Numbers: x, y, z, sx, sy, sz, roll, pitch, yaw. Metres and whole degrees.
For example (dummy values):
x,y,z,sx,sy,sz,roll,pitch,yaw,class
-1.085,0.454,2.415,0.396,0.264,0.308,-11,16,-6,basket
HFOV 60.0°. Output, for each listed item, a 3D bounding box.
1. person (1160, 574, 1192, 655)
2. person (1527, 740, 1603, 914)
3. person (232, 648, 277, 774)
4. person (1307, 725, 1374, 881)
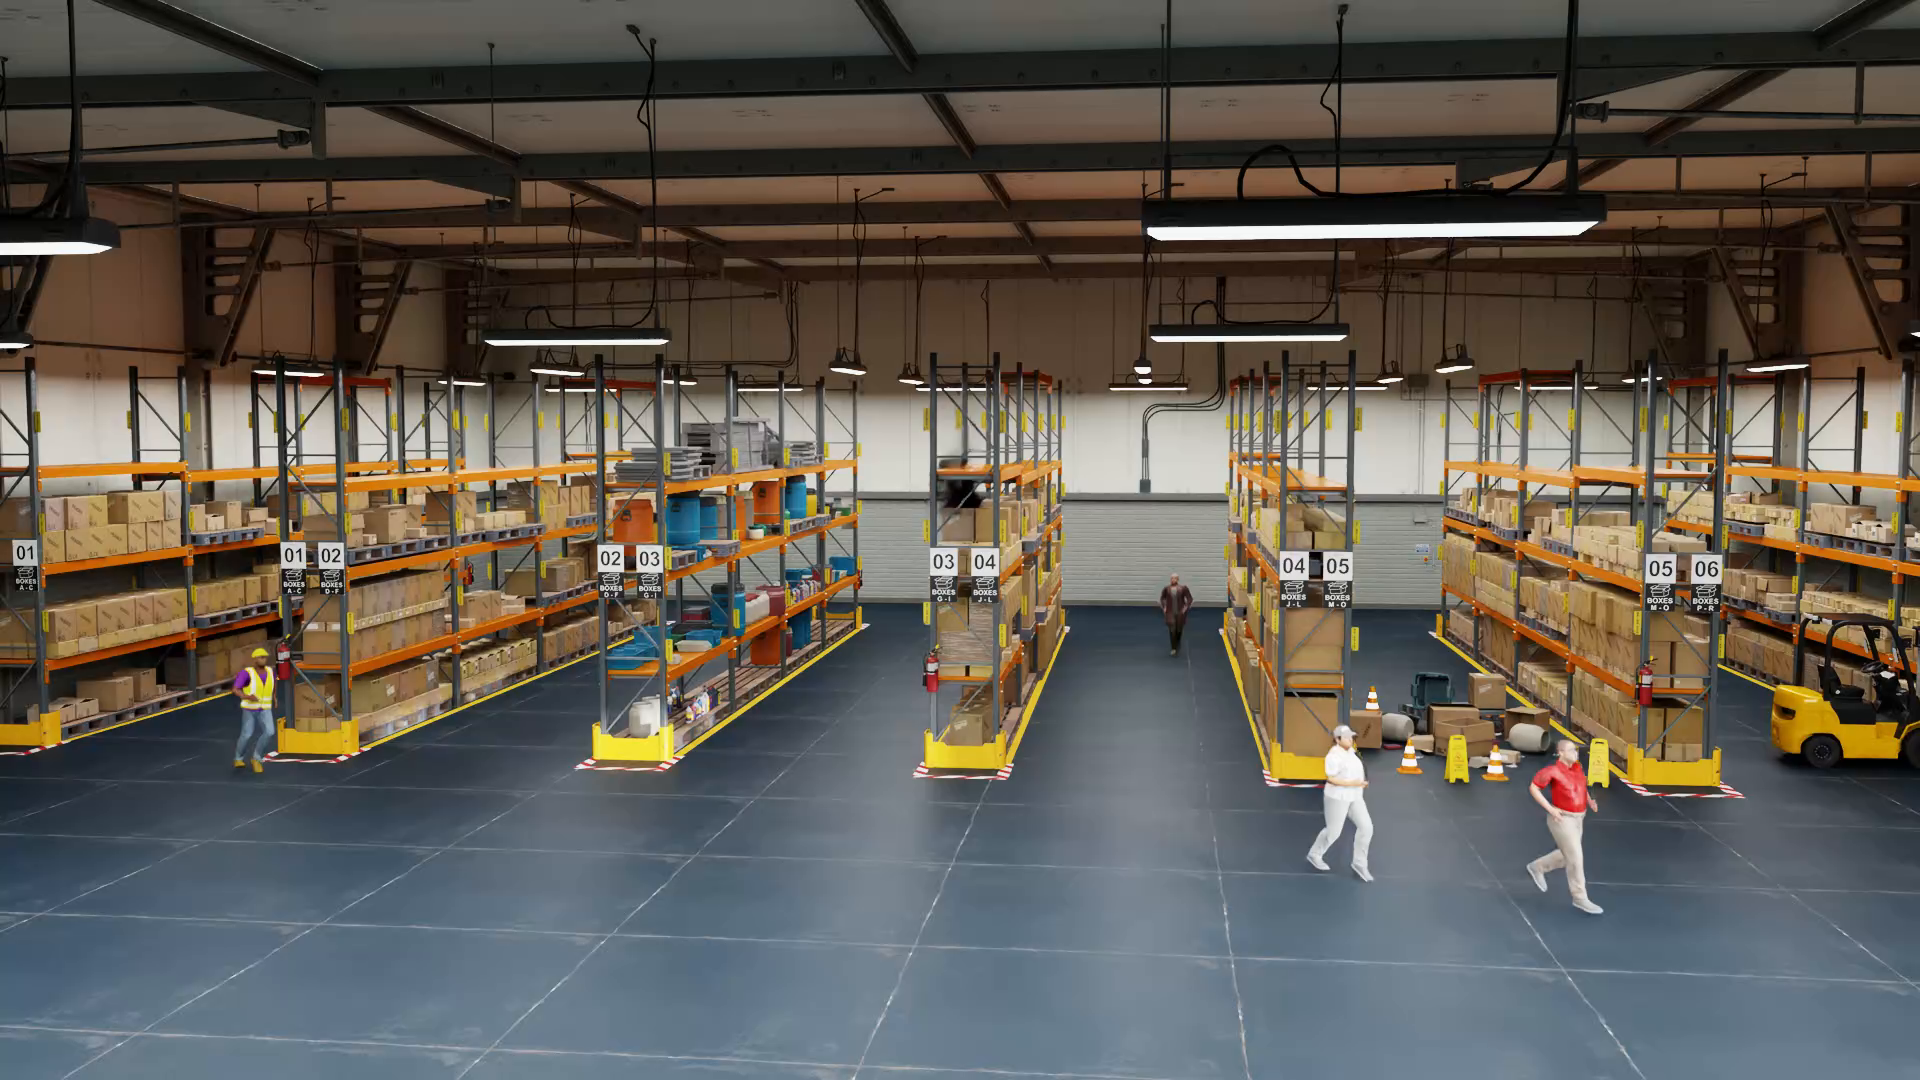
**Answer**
x,y,z,sx,sy,sz,roll,pitch,yaw,class
4.663,1.597,35.972,0.707,1.753,0.672,1,4,14,person
6.251,2.916,17.201,0.672,1.717,0.934,-3,5,-38,person
-10.087,2.442,23.891,0.689,1.780,0.733,4,6,43,person
4.202,2.890,18.358,0.608,1.719,0.759,-3,5,-40,person
